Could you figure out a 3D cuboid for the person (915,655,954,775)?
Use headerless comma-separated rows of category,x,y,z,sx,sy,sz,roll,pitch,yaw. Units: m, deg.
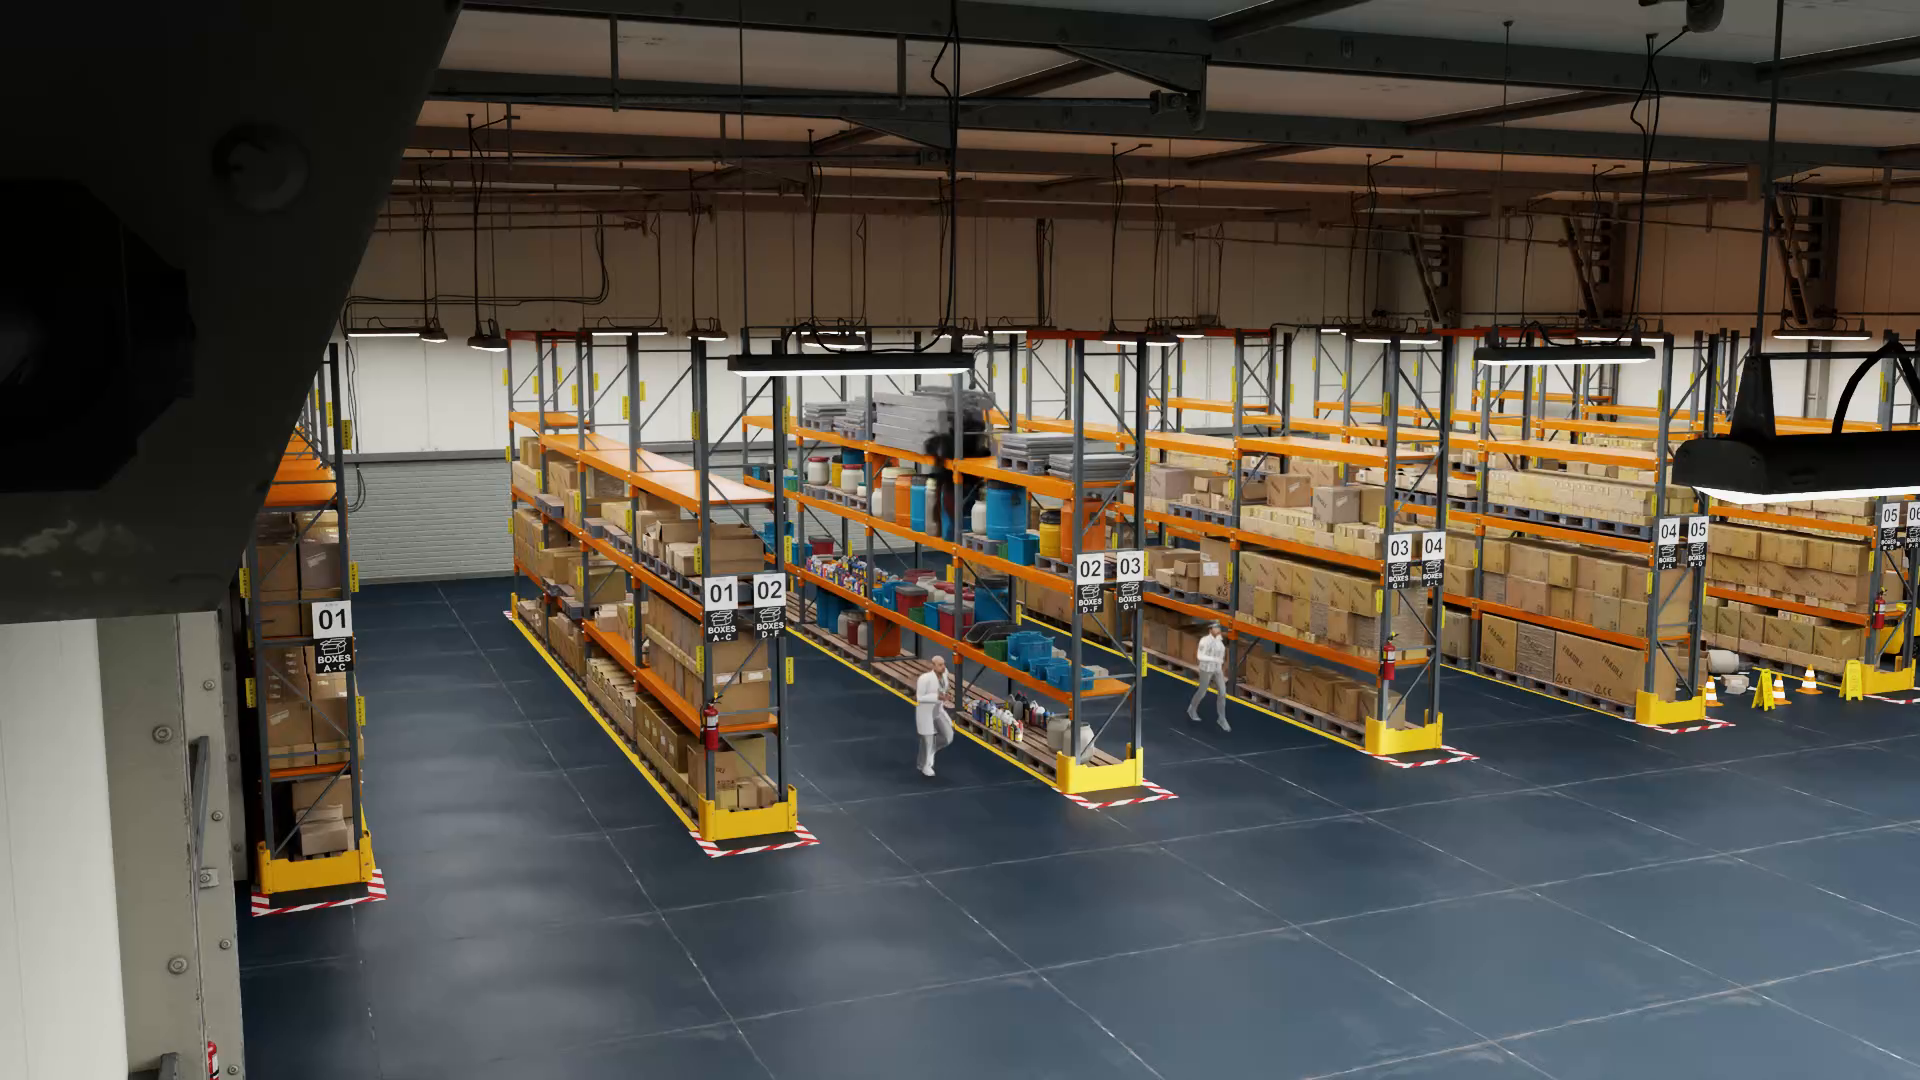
person,-0.348,2.446,22.748,0.687,1.626,0.828,-6,10,-38

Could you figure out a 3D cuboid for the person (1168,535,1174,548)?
person,5.256,-0.206,41.832,0.944,1.745,0.723,3,9,24

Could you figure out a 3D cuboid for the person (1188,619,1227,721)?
person,3.834,1.967,25.504,0.562,1.587,0.813,-4,9,-27
